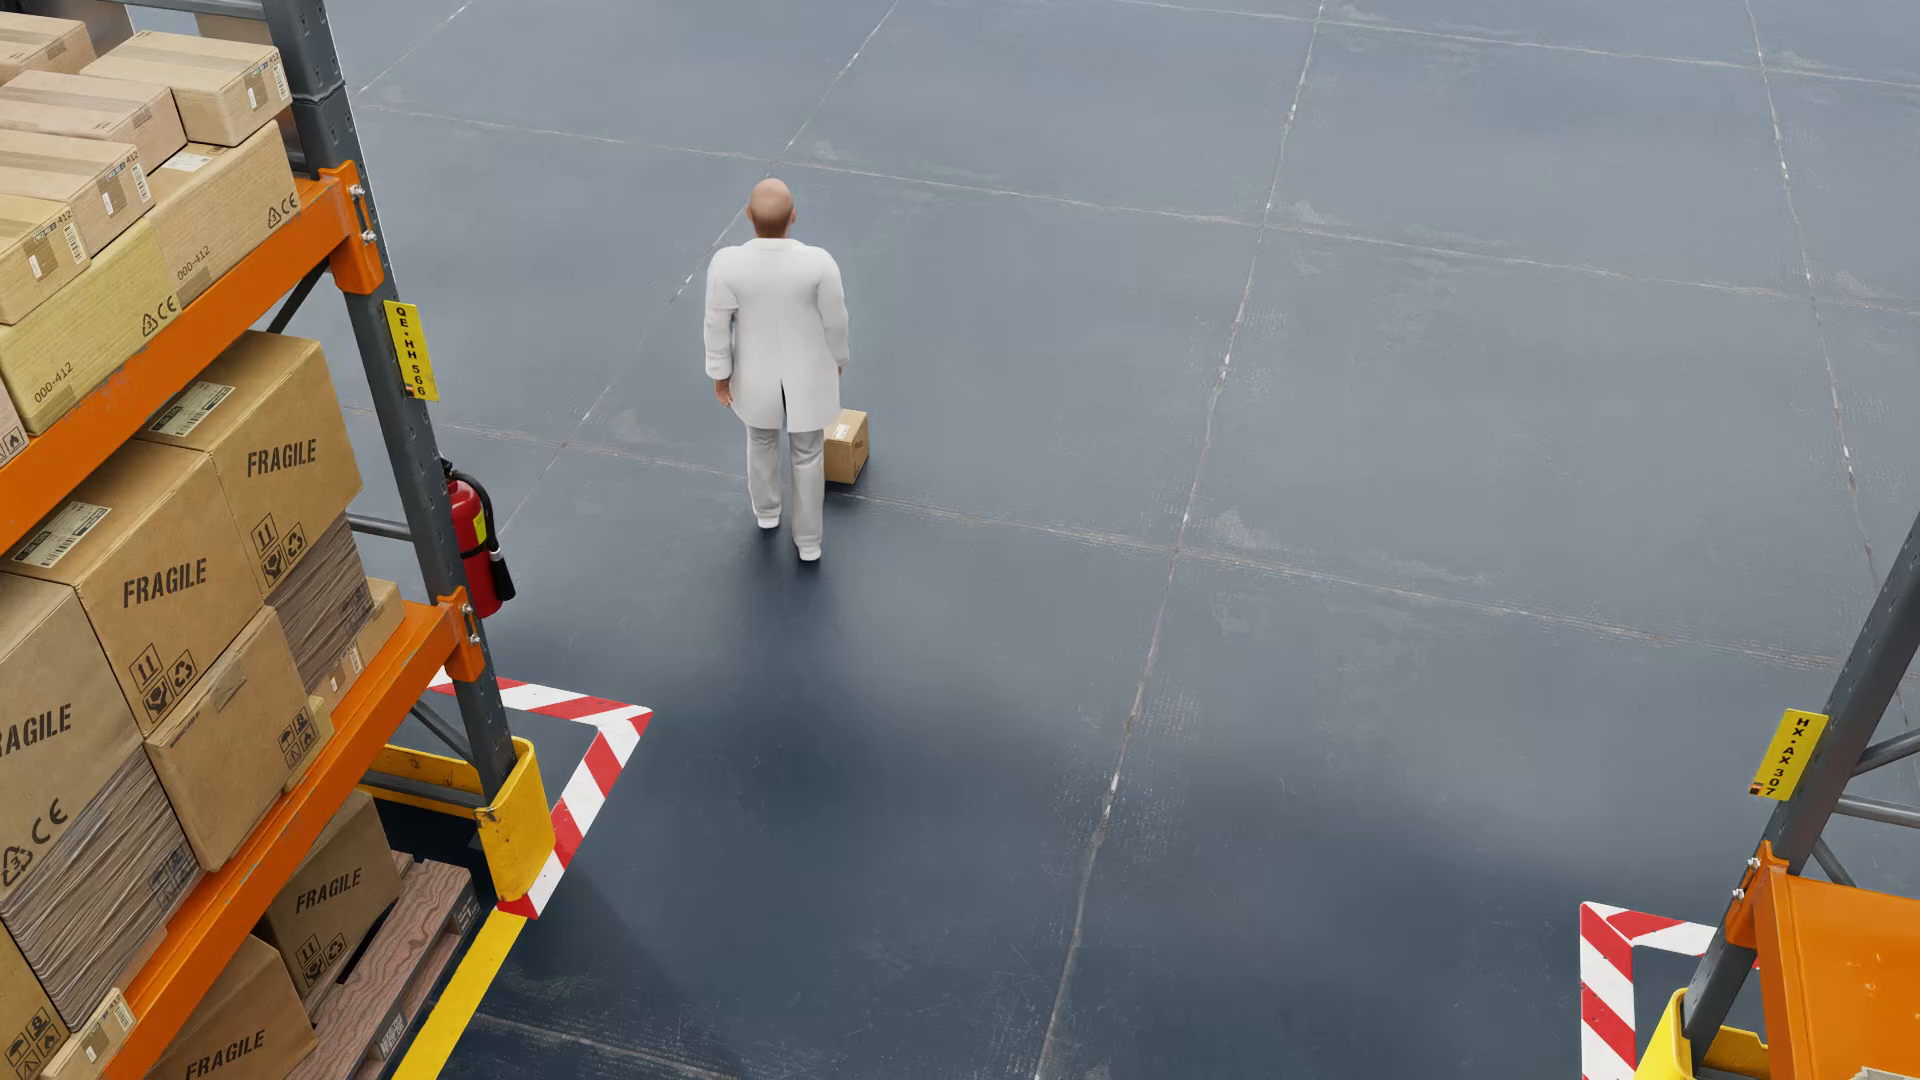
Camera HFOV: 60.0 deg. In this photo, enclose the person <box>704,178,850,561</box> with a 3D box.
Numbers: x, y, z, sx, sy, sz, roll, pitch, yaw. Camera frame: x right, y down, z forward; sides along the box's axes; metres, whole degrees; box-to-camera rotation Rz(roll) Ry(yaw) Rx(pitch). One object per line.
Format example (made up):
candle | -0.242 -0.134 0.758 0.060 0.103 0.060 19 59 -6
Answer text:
person | -0.757 -0.712 7.077 0.610 1.687 0.607 0 40 0
